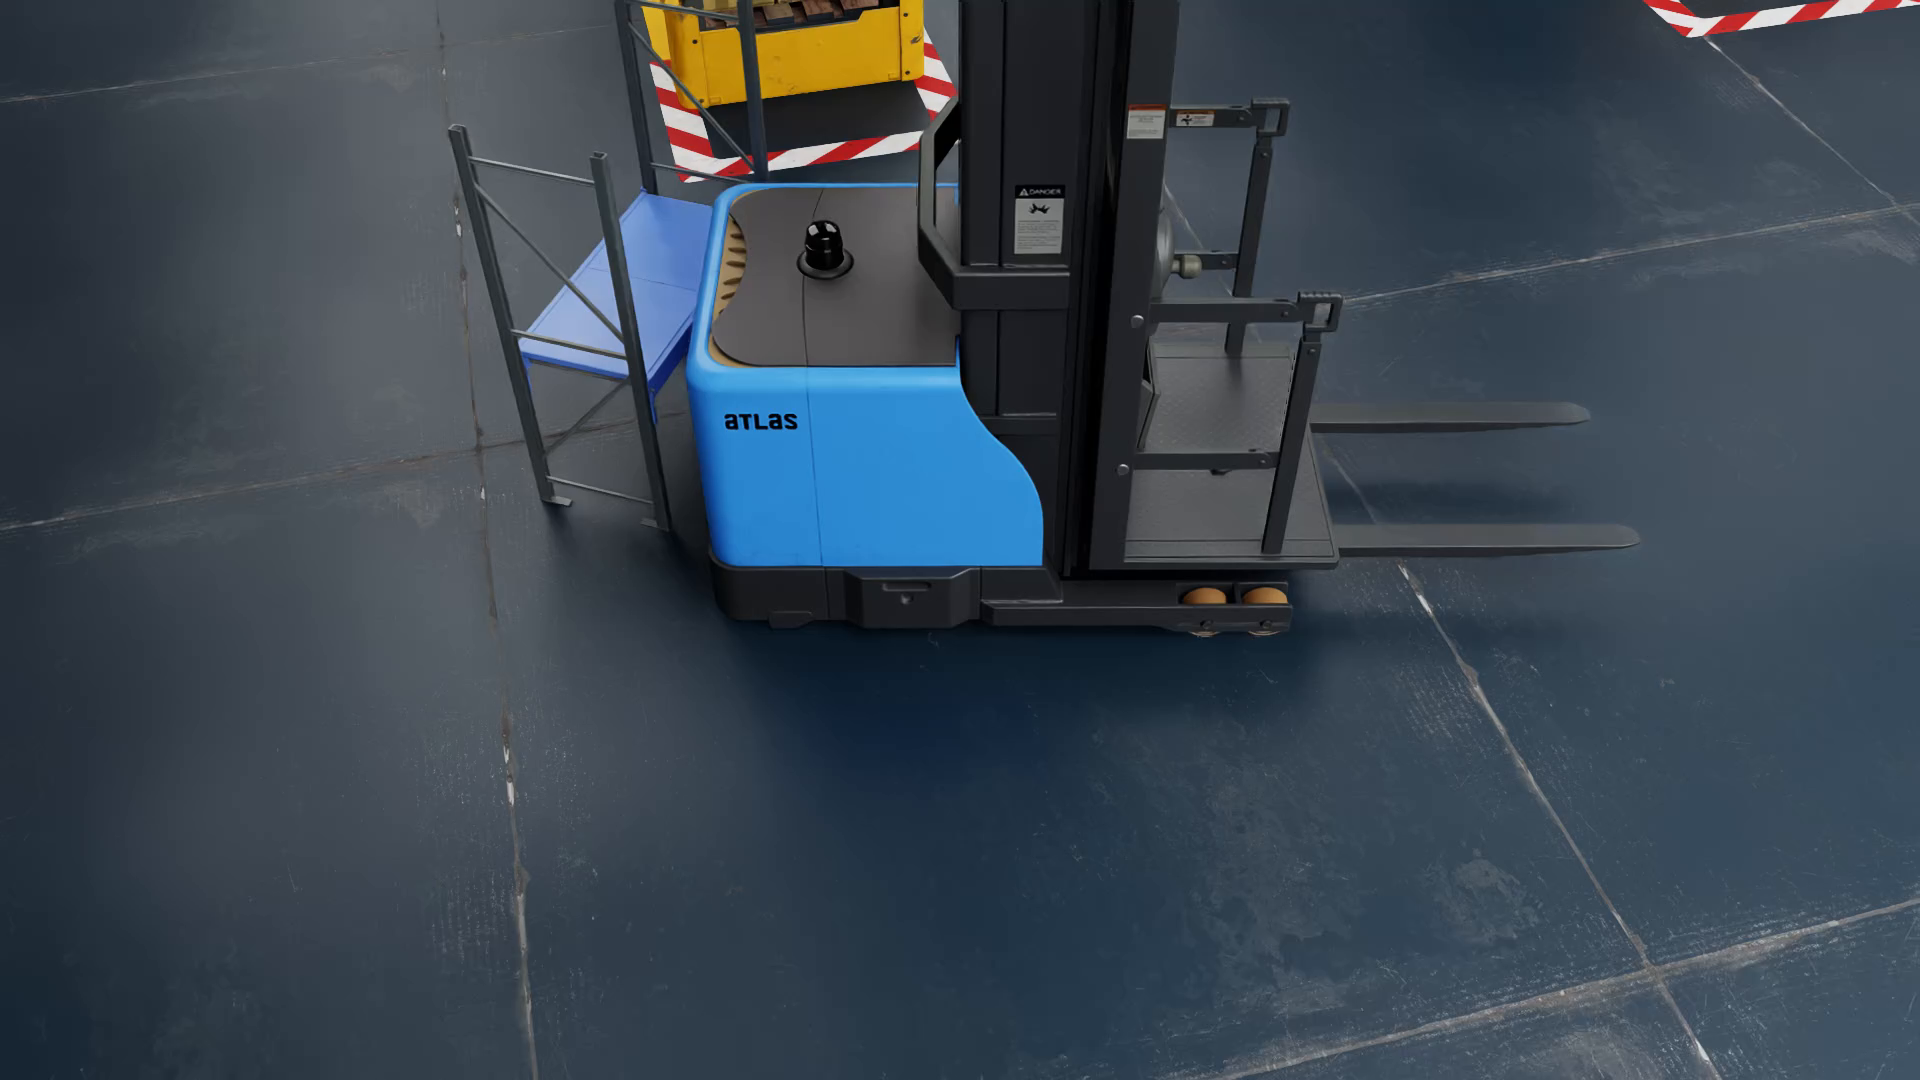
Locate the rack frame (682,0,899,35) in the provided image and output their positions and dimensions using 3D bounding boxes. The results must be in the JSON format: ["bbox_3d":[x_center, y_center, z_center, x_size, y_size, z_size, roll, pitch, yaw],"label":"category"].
[{"bbox_3d":[-0.771,-3.275,6.860,1.000,3.000,0.127,-11,47,-10],"label":"rack frame"}]

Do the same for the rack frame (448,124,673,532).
[{"bbox_3d":[-1.243,-0.619,5.307,0.500,1.500,0.032,13,47,13],"label":"rack frame"}]

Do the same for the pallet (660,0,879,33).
[{"bbox_3d":[-1.007,-2.820,8.366,1.003,0.211,1.213,-11,47,-10],"label":"pallet"}]

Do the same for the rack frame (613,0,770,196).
[{"bbox_3d":[-0.919,-1.308,5.982,0.500,1.500,0.032,13,47,13],"label":"rack frame"}]

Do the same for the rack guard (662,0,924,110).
[{"bbox_3d":[-0.765,-2.384,7.736,1.175,0.500,0.348,-11,47,-10],"label":"rack guard"}]

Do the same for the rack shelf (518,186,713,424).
[{"bbox_3d":[-1.081,-0.838,5.773,0.538,0.185,1.000,13,47,13],"label":"rack shelf"}]

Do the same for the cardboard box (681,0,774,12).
[{"bbox_3d":[-1.194,-2.776,8.002,0.500,0.250,0.500,-11,47,-10],"label":"cardboard box"}]

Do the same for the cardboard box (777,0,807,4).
[{"bbox_3d":[-0.693,-2.871,8.095,0.500,0.250,0.500,-11,47,-10],"label":"cardboard box"}]

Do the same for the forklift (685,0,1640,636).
[{"bbox_3d":[0.708,-1.094,4.770,3.031,2.935,1.130,0,46,0],"label":"forklift"}]

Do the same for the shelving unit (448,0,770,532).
[{"bbox_3d":[-1.081,-0.964,5.644,0.538,1.500,1.048,13,47,13],"label":"shelving unit"}]
